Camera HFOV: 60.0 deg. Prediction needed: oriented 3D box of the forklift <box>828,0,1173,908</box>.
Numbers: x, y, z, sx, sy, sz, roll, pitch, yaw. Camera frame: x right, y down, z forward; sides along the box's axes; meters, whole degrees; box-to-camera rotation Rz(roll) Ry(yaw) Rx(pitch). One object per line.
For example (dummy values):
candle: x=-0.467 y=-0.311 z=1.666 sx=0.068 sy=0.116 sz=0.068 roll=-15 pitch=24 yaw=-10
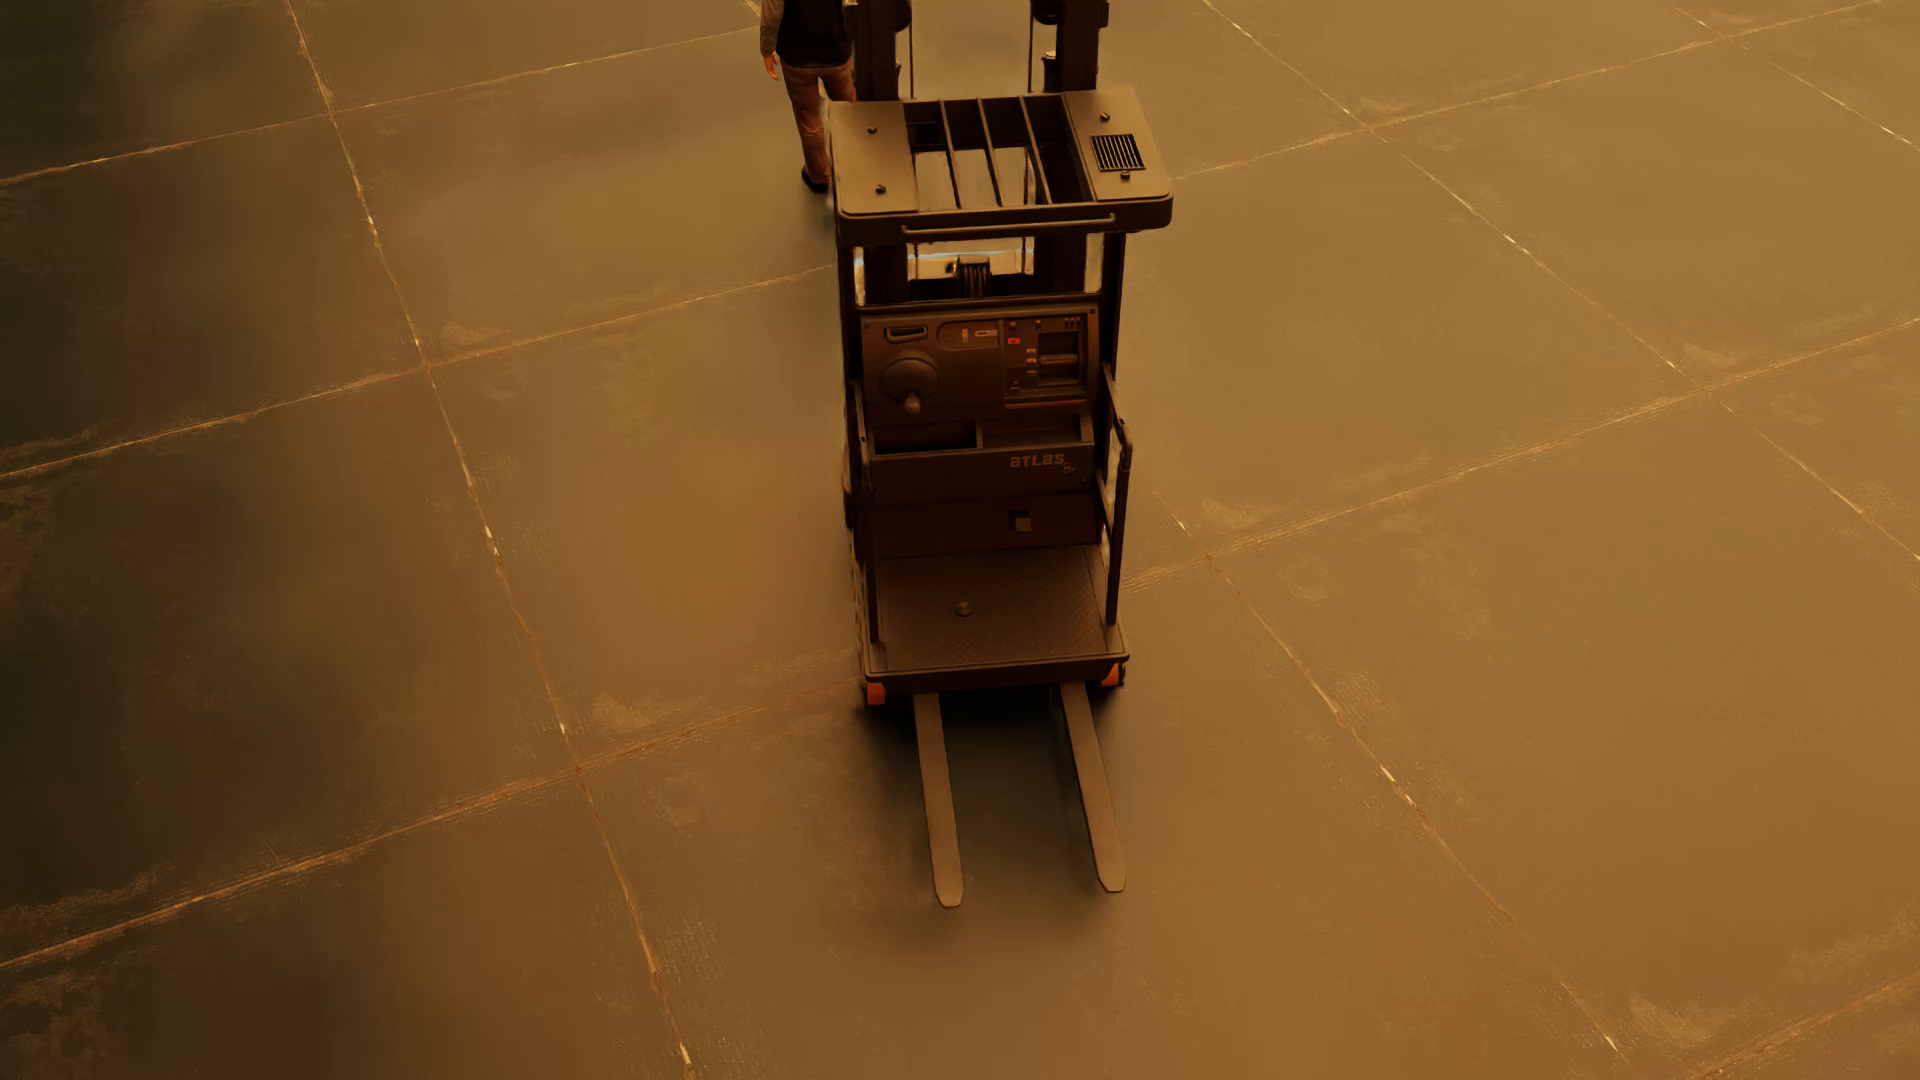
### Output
forklift: x=0.107 y=-0.619 z=6.344 sx=1.130 sy=2.935 sz=3.031 roll=-4 pitch=43 yaw=-5

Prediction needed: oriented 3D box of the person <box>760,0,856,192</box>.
person: x=-0.839 y=-2.818 z=9.576 sx=0.631 sy=1.720 sz=0.568 roll=-9 pitch=44 yaw=-10
